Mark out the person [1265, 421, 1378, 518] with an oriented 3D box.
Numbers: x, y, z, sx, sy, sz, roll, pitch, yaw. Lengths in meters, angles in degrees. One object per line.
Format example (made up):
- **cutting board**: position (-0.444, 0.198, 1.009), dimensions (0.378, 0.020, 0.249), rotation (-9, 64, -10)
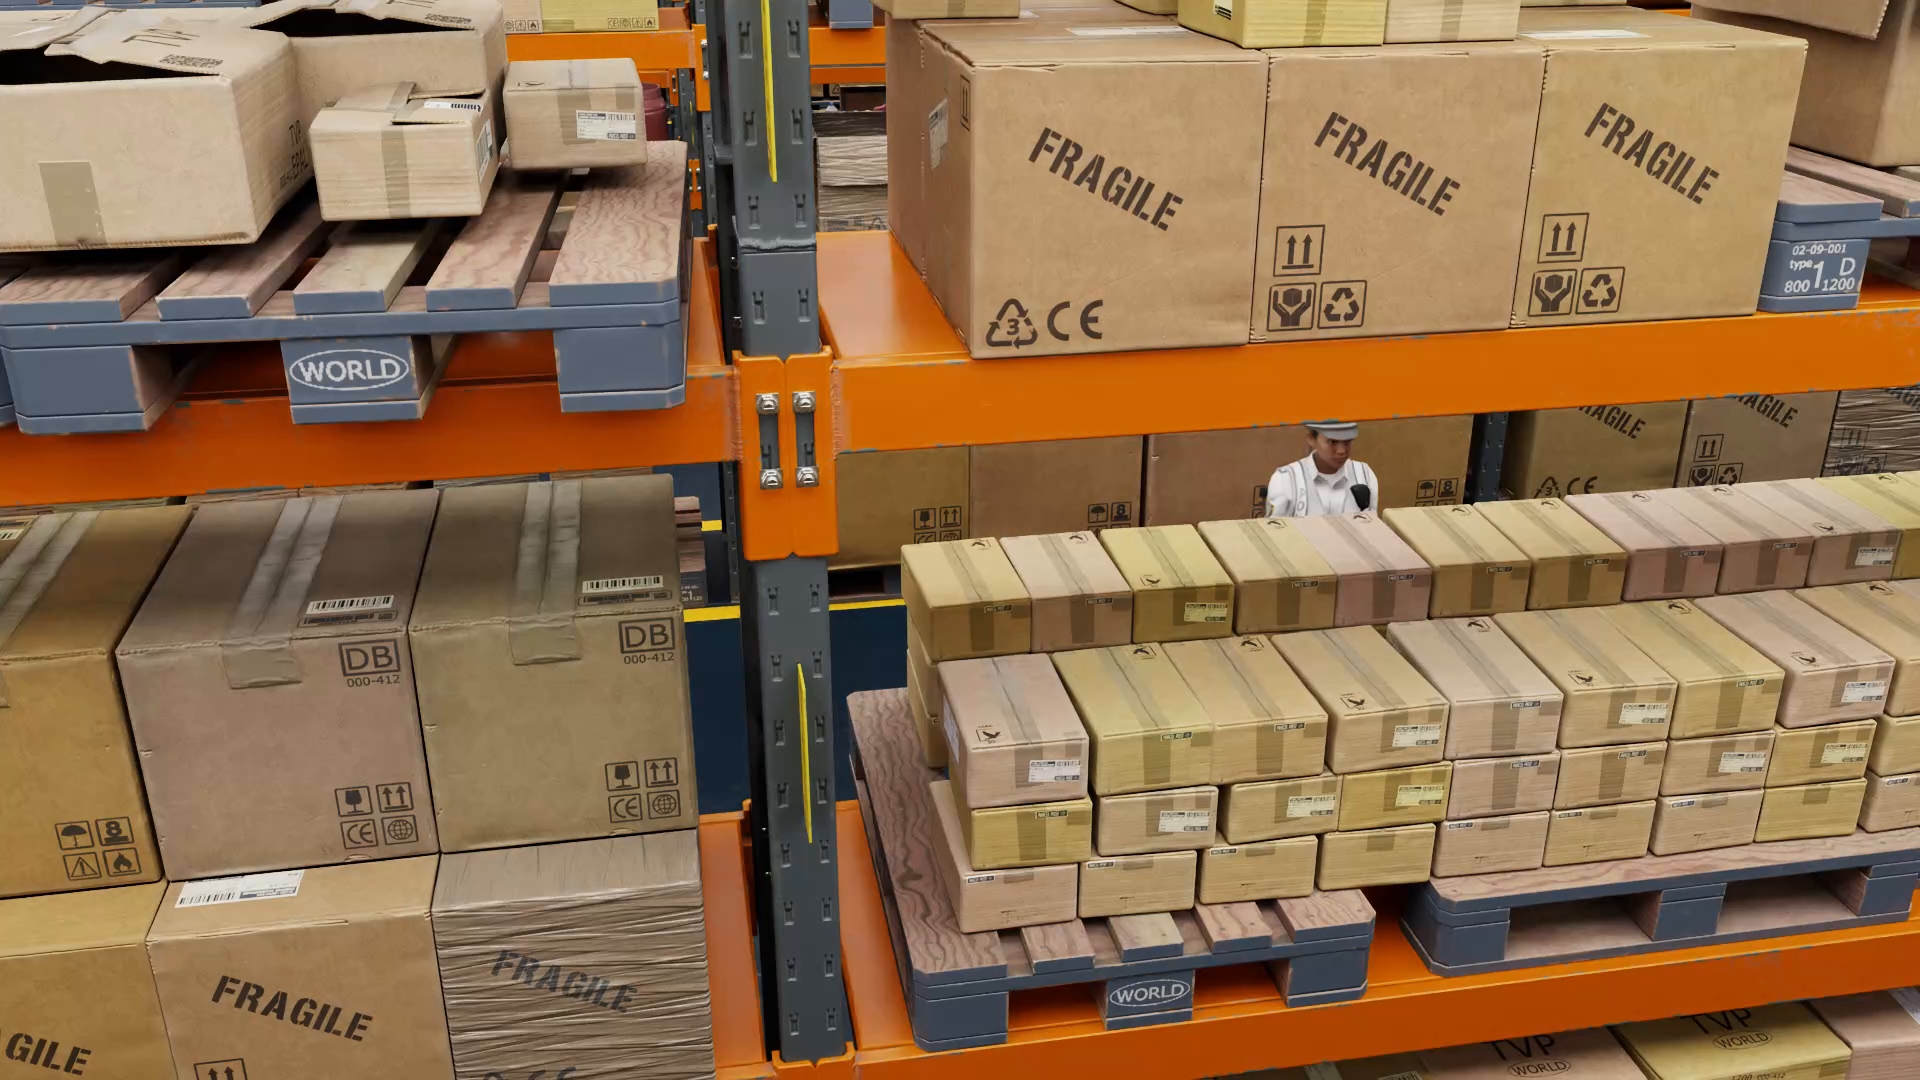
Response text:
- **person**: position (1.414, 0.249, 6.502), dimensions (0.475, 1.679, 0.393), rotation (-4, 24, -9)
